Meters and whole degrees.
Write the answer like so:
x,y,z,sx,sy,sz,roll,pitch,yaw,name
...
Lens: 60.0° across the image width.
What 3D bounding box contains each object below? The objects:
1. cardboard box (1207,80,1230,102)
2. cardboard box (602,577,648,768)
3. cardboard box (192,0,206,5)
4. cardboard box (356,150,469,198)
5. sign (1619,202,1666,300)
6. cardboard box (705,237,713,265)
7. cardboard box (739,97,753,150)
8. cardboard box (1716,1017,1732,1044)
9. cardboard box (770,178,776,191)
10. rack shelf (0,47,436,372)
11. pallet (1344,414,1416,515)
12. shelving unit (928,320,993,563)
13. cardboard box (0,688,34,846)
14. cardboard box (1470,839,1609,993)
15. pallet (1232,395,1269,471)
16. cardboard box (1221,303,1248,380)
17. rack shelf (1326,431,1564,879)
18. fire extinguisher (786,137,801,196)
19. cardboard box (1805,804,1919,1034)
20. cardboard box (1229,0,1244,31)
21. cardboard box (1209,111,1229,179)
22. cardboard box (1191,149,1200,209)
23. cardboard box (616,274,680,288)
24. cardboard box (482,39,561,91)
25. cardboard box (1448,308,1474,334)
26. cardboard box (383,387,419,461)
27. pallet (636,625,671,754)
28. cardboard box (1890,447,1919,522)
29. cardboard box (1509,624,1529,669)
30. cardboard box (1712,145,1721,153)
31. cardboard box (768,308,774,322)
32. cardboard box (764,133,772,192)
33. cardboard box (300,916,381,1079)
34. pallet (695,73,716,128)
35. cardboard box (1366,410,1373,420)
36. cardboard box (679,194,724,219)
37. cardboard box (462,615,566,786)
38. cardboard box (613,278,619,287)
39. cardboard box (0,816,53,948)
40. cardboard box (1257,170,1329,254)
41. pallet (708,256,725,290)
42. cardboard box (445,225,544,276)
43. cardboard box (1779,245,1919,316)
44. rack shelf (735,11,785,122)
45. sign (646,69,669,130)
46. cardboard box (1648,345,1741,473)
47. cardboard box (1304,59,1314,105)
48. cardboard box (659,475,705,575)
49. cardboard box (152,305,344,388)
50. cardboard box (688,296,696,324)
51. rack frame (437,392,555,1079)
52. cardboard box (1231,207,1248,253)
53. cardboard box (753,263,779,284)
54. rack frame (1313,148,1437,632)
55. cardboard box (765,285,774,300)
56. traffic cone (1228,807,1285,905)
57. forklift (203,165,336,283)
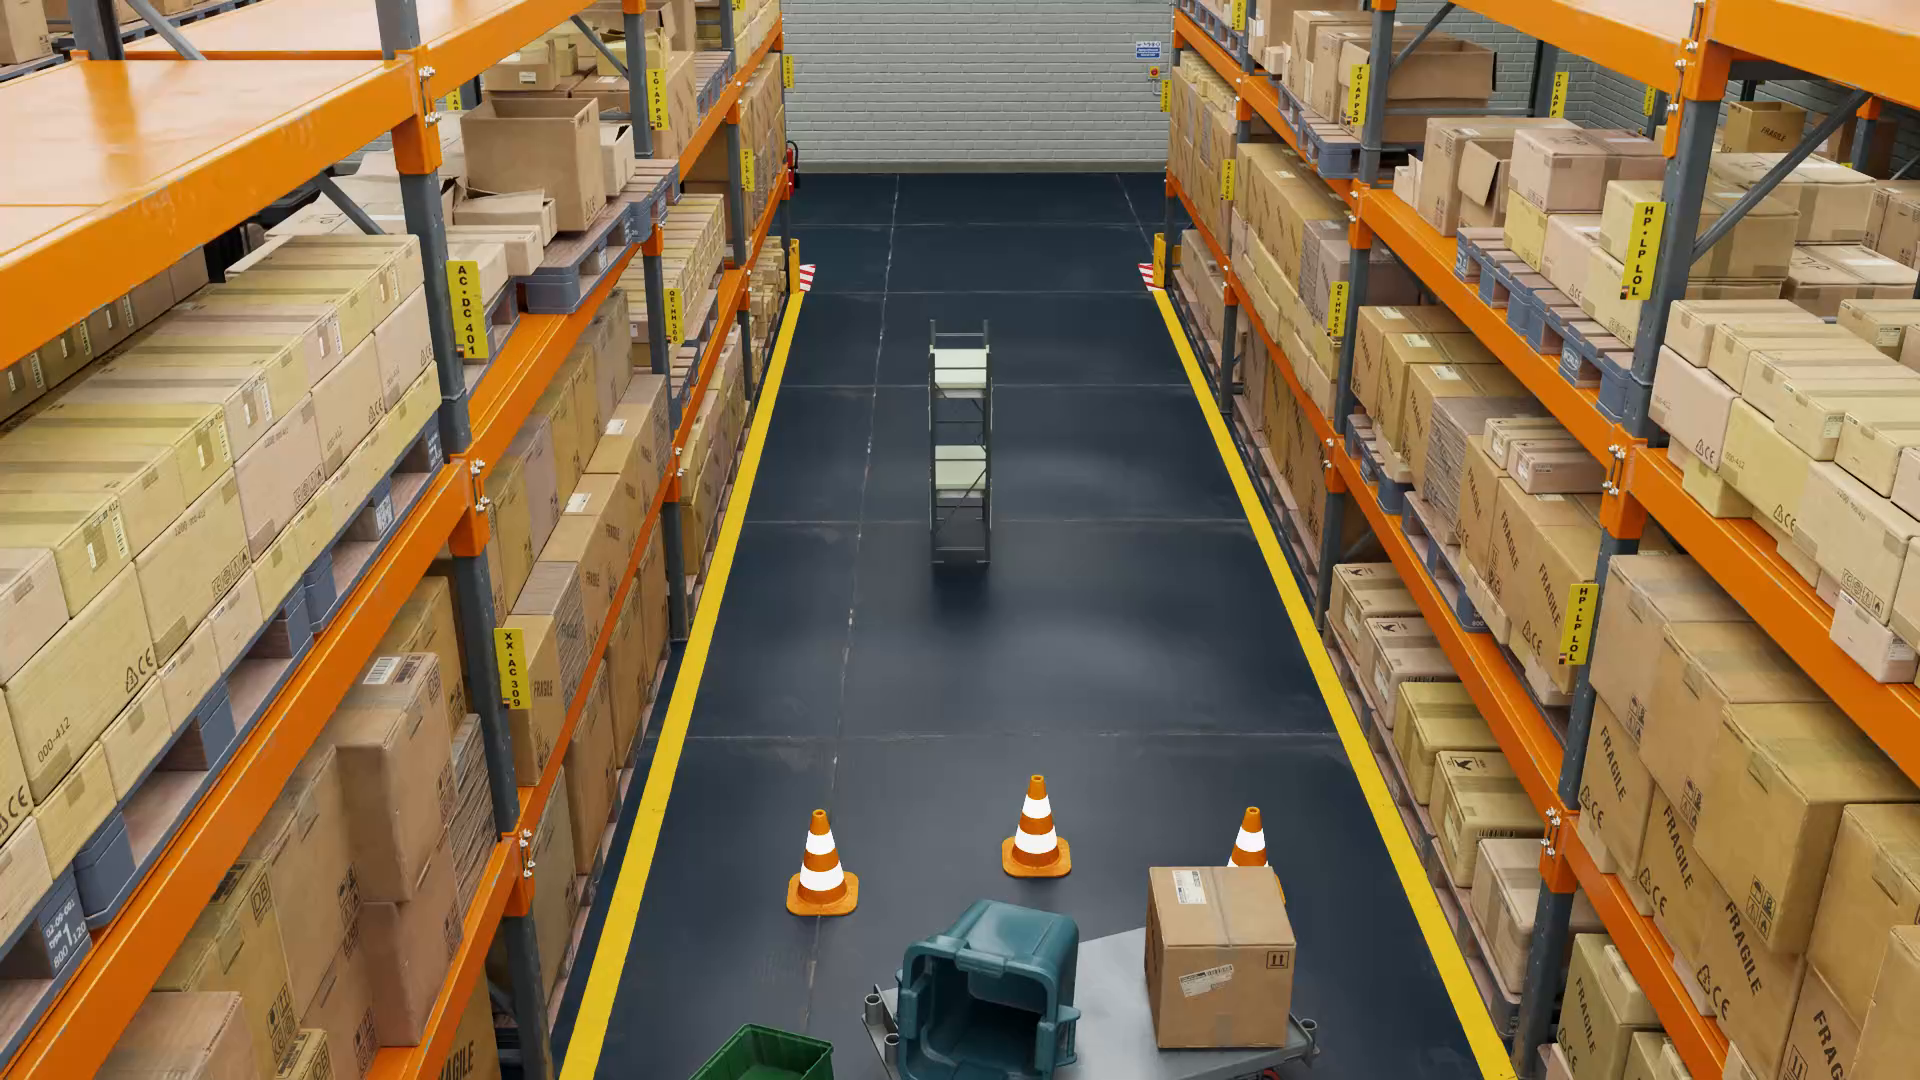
x,y,z,sx,sy,sz,roll,pitch,yaw,name
2.418,-4.016,14.868,0.380,0.149,0.250,0,24,-1,cardboard box
-2.268,0.692,8.801,1.050,0.750,0.750,0,24,0,cardboard box
-7.246,-5.059,14.904,0.700,0.500,0.500,-2,24,-4,cardboard box
-2.398,-1.599,7.483,0.500,0.311,0.500,-1,24,-1,cardboard box
2.240,-0.947,5.458,0.100,0.325,0.005,0,24,-1,sign
-2.028,-2.128,12.249,0.380,0.149,0.250,-1,24,-2,cardboard box
-2.023,-3.439,14.018,0.500,0.500,0.500,-1,24,-2,cardboard box
2.568,1.502,5.095,0.380,0.149,0.250,0,24,-1,cardboard box
-1.989,-3.492,16.135,0.380,0.149,0.250,0,24,1,cardboard box
-2.132,-0.505,3.304,1.077,0.370,4.000,0,24,-1,rack shelf
2.866,-0.437,9.309,1.213,0.211,1.003,0,24,-1,pallet
0.000,-0.681,11.435,0.431,1.500,0.755,0,24,-1,shelving unit
-1.865,0.463,2.636,0.500,0.250,0.500,-1,24,-1,cardboard box
2.787,1.621,7.206,0.950,0.372,0.625,0,24,0,cardboard box
2.792,-0.878,13.434,1.003,0.211,1.213,0,24,-1,pallet
2.808,-1.749,14.576,0.875,0.438,0.875,-1,24,-1,cardboard box
2.773,0.335,8.243,1.077,0.370,4.000,0,24,-1,rack shelf
-1.826,-3.951,17.392,0.296,0.674,0.183,0,24,-1,fire extinguisher
2.642,1.008,4.185,0.700,0.500,0.500,0,24,-1,cardboard box
2.381,-4.270,13.443,0.396,0.266,0.258,1,24,1,cardboard box
2.429,-3.369,14.225,0.500,0.500,0.500,-1,24,-1,cardboard box
2.425,-3.336,15.365,0.500,0.500,0.500,1,24,1,cardboard box
-2.015,-1.614,10.751,0.380,0.149,0.250,-1,24,-3,cardboard box
-2.461,-2.680,9.346,0.396,0.266,0.258,0,24,-1,cardboard box
3.034,-1.004,9.337,0.500,0.500,0.500,-1,24,-2,cardboard box
-1.827,-0.342,4.900,0.380,0.149,0.250,0,24,0,cardboard box
-2.264,0.842,9.632,1.003,0.211,1.213,0,24,-1,pallet
2.541,-0.117,4.066,0.380,0.149,0.250,-1,24,-1,cardboard box
2.528,0.434,6.945,0.380,0.149,0.250,-1,24,-2,cardboard box
7.378,-3.600,15.891,0.500,0.250,0.500,-1,24,-2,cardboard box
-1.985,-2.192,15.908,0.380,0.149,0.250,0,24,0,cardboard box
-2.012,-3.420,15.190,0.500,0.500,0.500,1,24,2,cardboard box
-2.221,1.428,4.771,0.875,0.550,0.550,0,24,-1,cardboard box
-2.326,-3.001,11.333,1.213,0.211,1.003,0,24,-1,pallet
2.569,-0.760,9.585,0.380,0.149,0.250,-2,24,-4,cardboard box
-2.041,-2.585,12.899,0.380,0.149,0.250,1,24,2,cardboard box
-1.890,0.631,6.593,0.500,0.500,0.500,0,24,0,cardboard box
-2.684,-1.889,12.081,0.380,0.149,0.250,-1,24,-3,cardboard box
-1.802,0.598,2.821,0.380,0.149,0.250,0,24,0,cardboard box
2.461,-2.368,12.011,0.500,0.500,0.500,-1,24,-2,cardboard box
-2.378,-1.999,12.762,1.003,0.211,1.213,0,24,-1,pallet
-1.909,-1.173,6.738,0.380,0.149,0.250,0,24,-1,cardboard box
3.190,-0.901,6.136,0.500,0.250,0.500,-1,24,-2,cardboard box
-2.263,-4.265,14.773,1.077,0.370,4.000,0,24,-1,rack shelf
-1.642,-2.391,9.033,0.100,0.325,0.005,0,24,-1,sign
2.526,-0.421,5.221,0.500,0.250,0.500,-1,24,-2,cardboard box
2.386,-2.880,10.492,0.396,0.266,0.258,-1,24,-2,cardboard box
-1.950,-0.099,10.852,0.500,0.500,0.500,-1,24,-3,cardboard box
-1.824,-0.498,4.277,0.380,0.149,0.250,0,24,0,cardboard box
-2.017,-1.562,11.359,0.380,0.149,0.250,0,24,0,cardboard box
-2.154,0.895,6.132,1.000,3.000,0.127,0,24,-1,rack frame
2.431,-2.443,13.086,0.500,0.250,0.500,-1,24,-2,cardboard box
-1.952,-2.569,16.018,0.380,0.149,0.250,1,24,1,cardboard box
2.751,-0.817,9.917,1.000,3.000,0.127,0,24,-1,rack frame
-1.983,-2.329,15.848,0.380,0.149,0.250,1,24,2,cardboard box
1.382,1.482,7.912,0.336,0.463,0.334,0,24,-1,traffic cone
-4.673,-1.315,11.102,1.130,2.935,3.031,0,24,0,forklift
